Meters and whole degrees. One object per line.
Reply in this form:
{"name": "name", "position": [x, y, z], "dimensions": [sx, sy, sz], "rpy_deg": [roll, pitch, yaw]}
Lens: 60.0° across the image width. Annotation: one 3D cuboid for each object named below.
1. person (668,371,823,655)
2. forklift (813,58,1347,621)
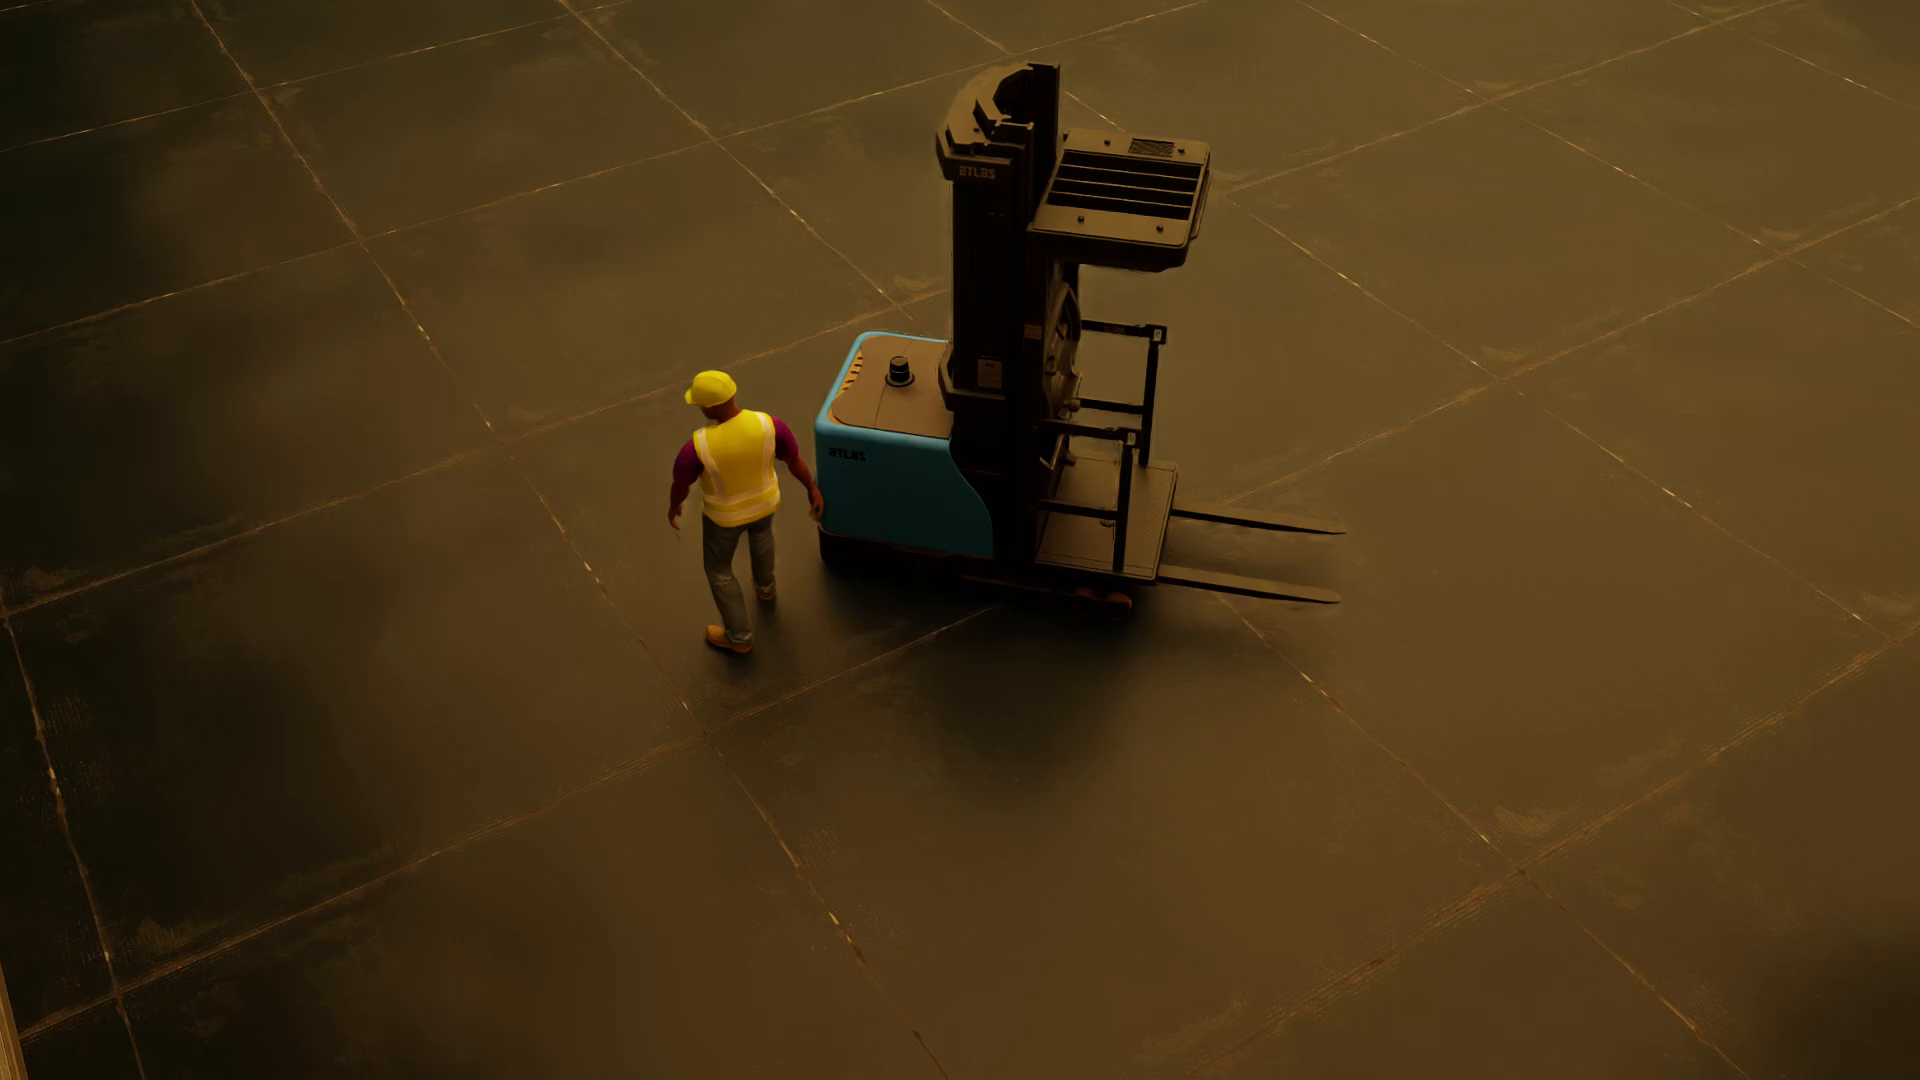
{"name": "person", "position": [-1.184, -0.240, 9.083], "dimensions": [0.803, 1.712, 0.656], "rpy_deg": [-19, 45, -21]}
{"name": "forklift", "position": [0.742, -1.025, 9.044], "dimensions": [3.031, 2.935, 1.130], "rpy_deg": [9, 42, 10]}
